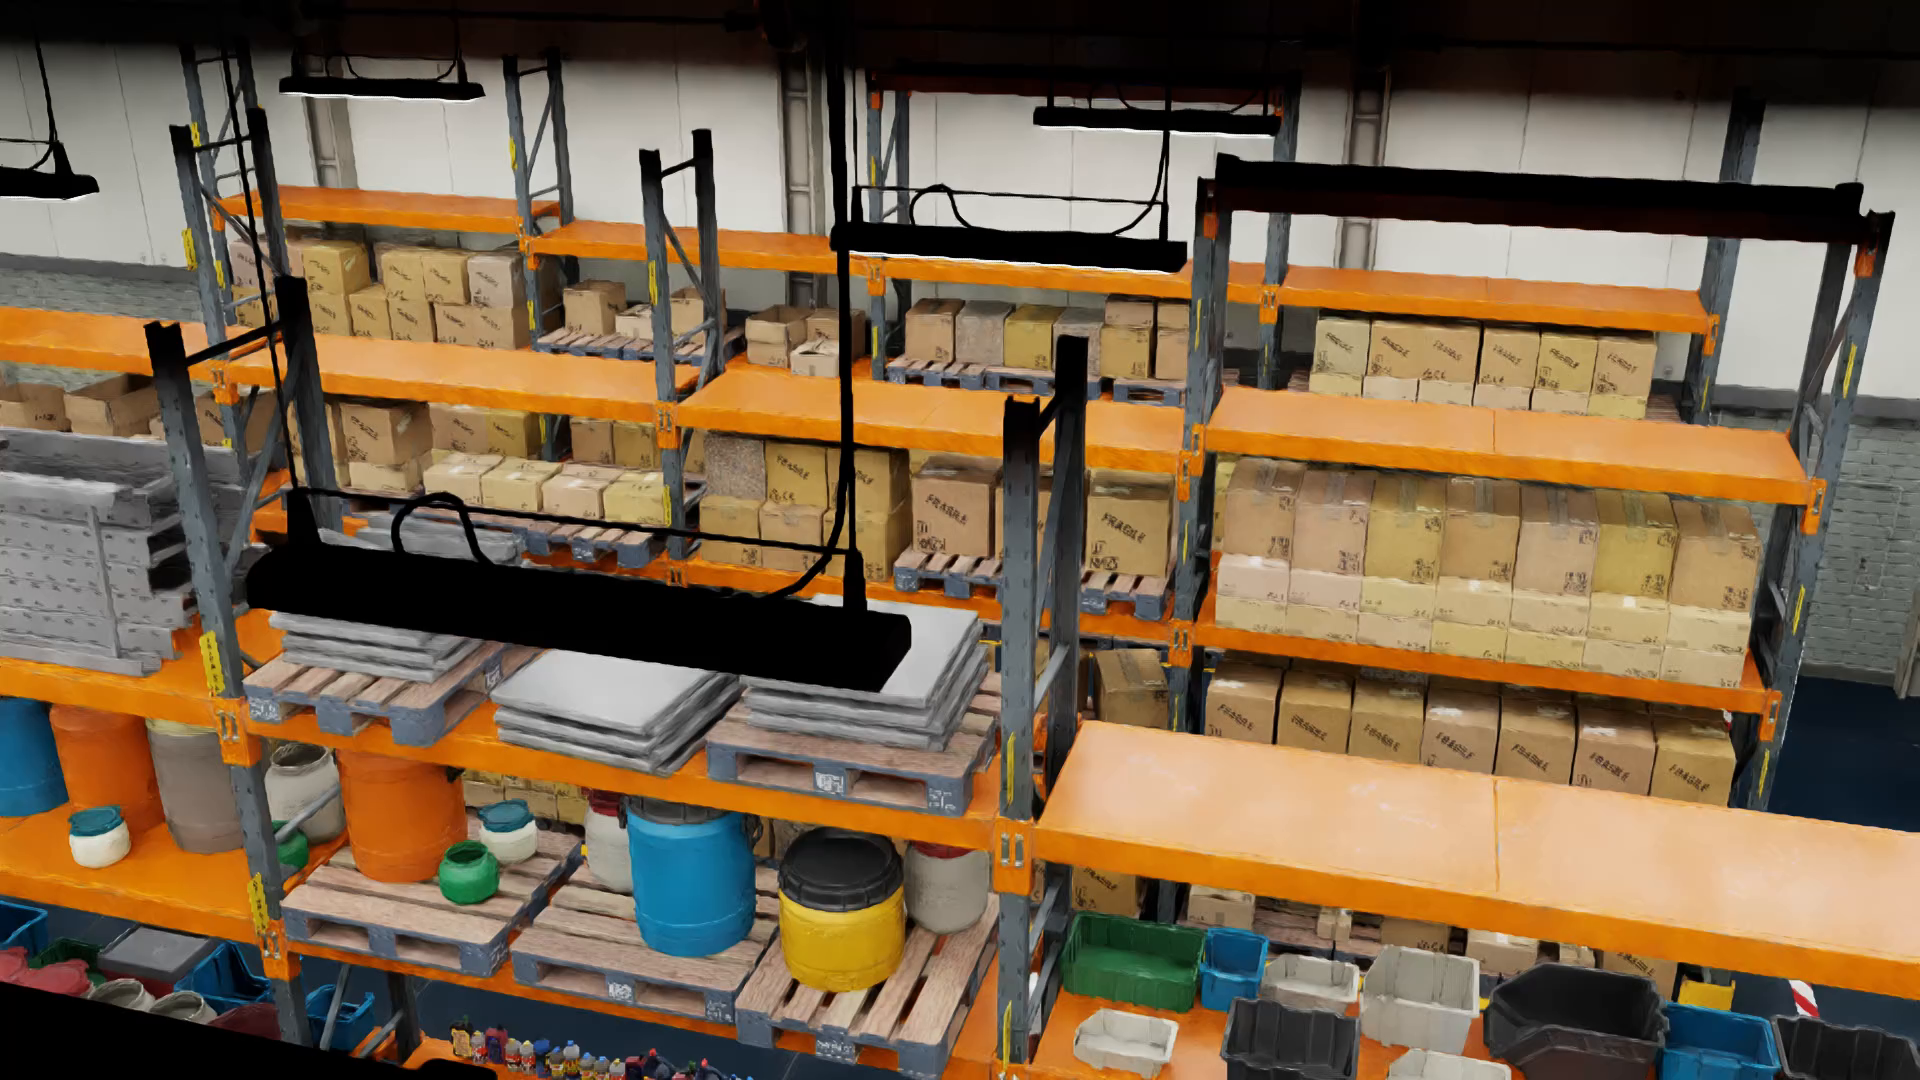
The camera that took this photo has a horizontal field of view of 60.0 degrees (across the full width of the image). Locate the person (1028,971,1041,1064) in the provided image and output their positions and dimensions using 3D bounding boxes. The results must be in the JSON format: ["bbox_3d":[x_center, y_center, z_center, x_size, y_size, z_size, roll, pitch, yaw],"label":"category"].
[{"bbox_3d":[0.506,3.258,10.693,0.548,1.735,0.702,6,23,13],"label":"person"}]
